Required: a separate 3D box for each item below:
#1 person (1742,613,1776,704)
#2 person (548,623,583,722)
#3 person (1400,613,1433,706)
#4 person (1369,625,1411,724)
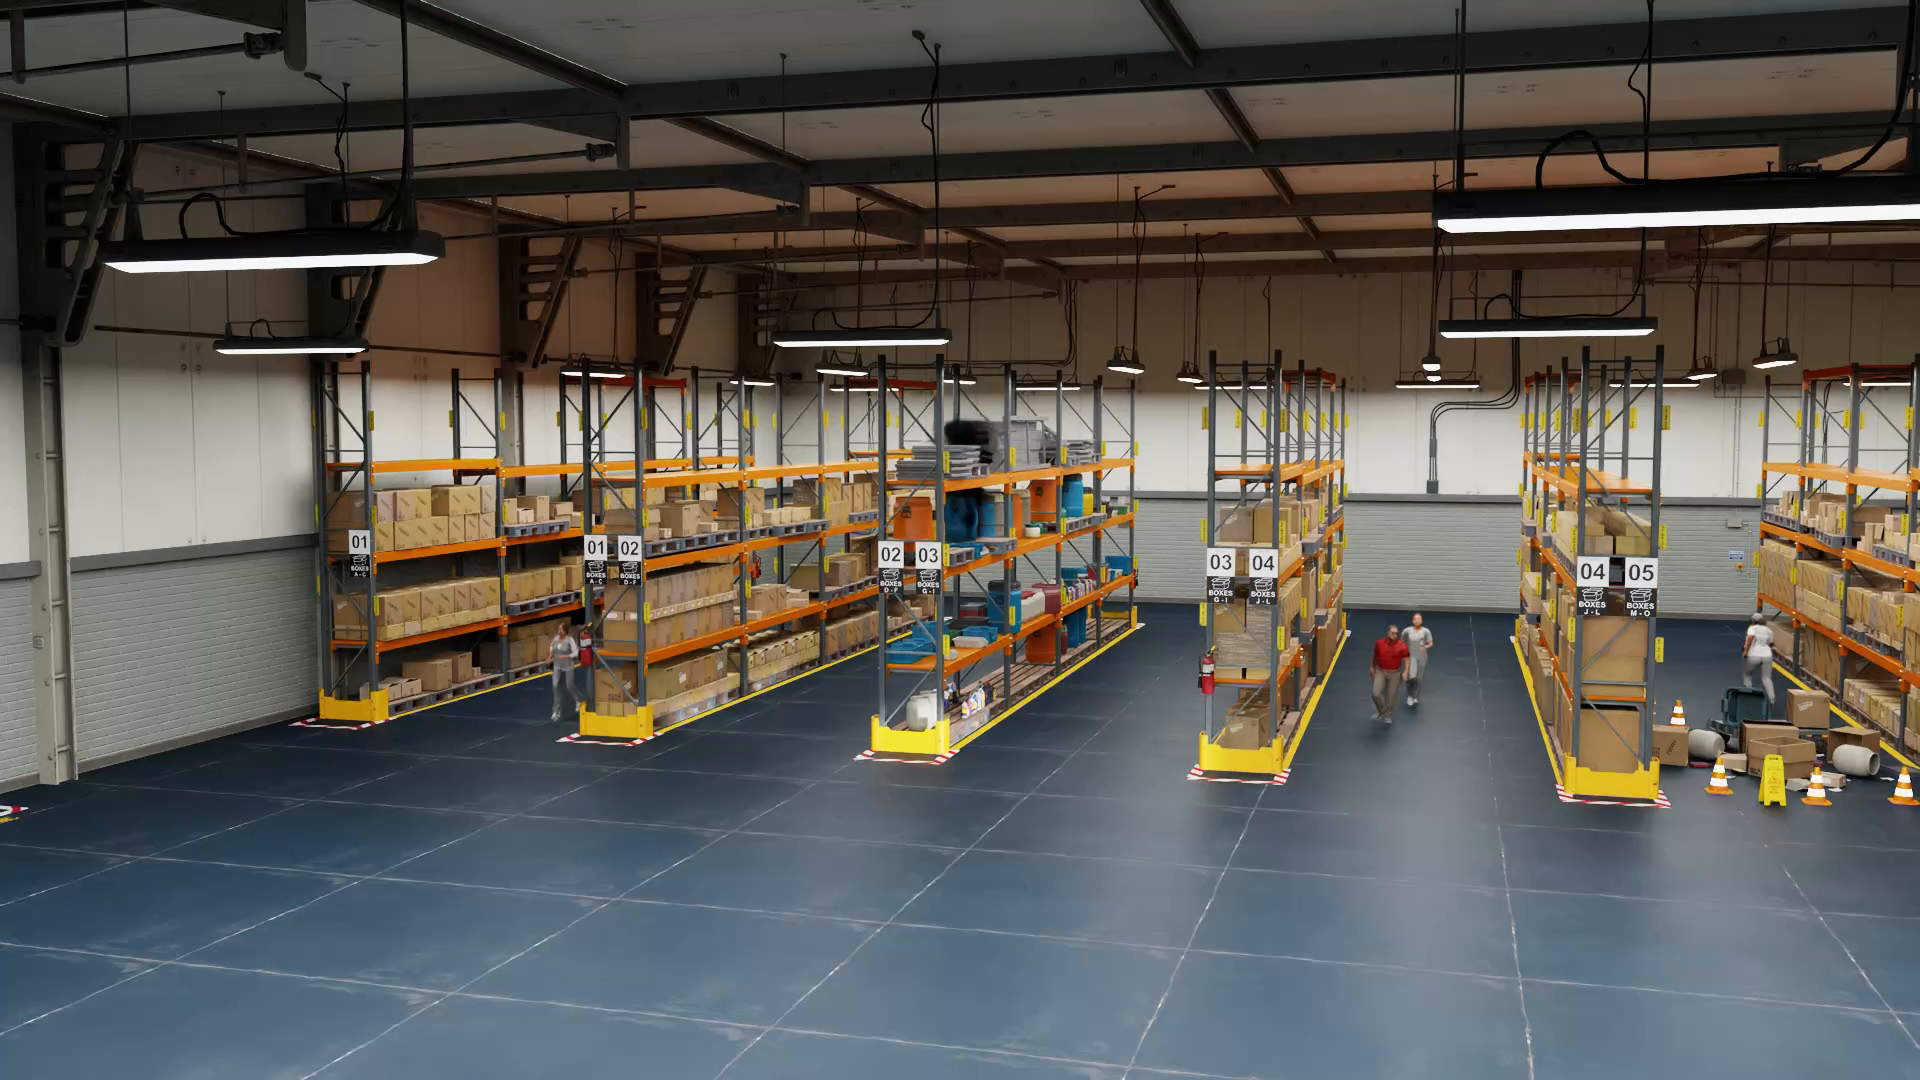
[{"bbox_3d":[13.963,2.113,29.033,0.607,1.655,0.957,0,4,2],"label":"person"},{"bbox_3d":[-6.680,2.194,28.093,0.571,1.621,0.869,1,4,11],"label":"person"},{"bbox_3d":[7.988,2.088,29.077,0.533,1.647,0.663,1,4,7],"label":"person"},{"bbox_3d":[7.041,2.211,27.275,0.674,1.676,0.708,1,4,17],"label":"person"}]
